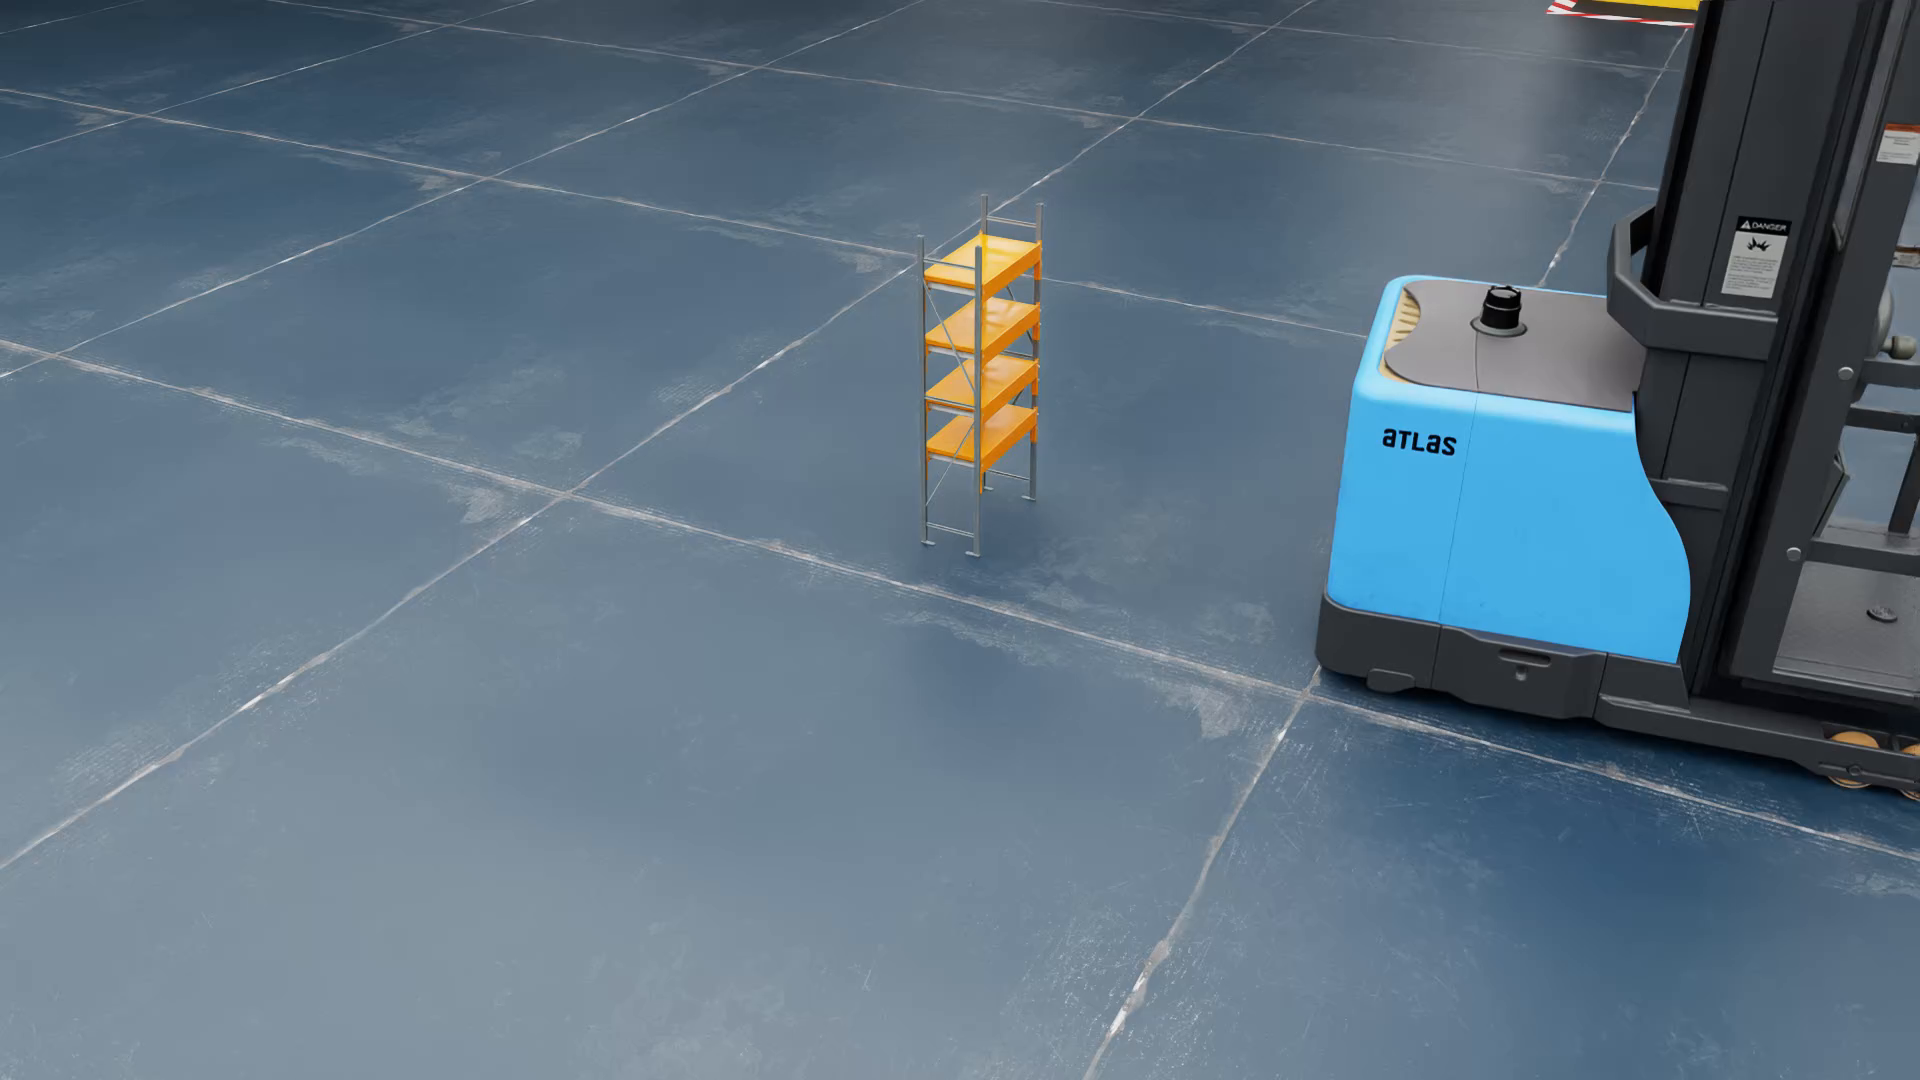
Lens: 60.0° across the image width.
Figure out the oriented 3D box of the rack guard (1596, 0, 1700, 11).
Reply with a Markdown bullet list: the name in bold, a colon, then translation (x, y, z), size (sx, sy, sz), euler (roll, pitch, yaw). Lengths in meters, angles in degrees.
- **rack guard**: translation (5.890, -4.866, 14.222), size (1.175, 0.500, 0.348), euler (14, 33, 23)

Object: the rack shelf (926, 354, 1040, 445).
- **rack shelf**: translation (0.075, -0.535, 6.112), size (0.258, 0.148, 0.480), euler (14, 33, 23)

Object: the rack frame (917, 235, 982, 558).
- **rack frame**: translation (-0.036, -0.486, 5.891), size (0.240, 1.200, 0.015), euler (14, 33, 23)

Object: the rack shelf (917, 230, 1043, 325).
- **rack shelf**: translation (0.075, -0.934, 5.883), size (0.258, 0.148, 0.480), euler (14, 33, 23)

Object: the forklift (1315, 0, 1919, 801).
- **forklift**: translation (2.737, -0.798, 4.696), size (3.031, 2.935, 1.130), euler (10, 31, 16)

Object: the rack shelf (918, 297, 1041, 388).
- **rack shelf**: translation (0.075, -0.729, 6.001), size (0.258, 0.148, 0.480), euler (14, 33, 23)

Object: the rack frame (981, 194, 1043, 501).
- **rack frame**: translation (0.187, -0.702, 6.267), size (0.240, 1.200, 0.015), euler (14, 33, 23)

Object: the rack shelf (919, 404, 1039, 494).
- **rack shelf**: translation (0.075, -0.363, 6.211), size (0.258, 0.148, 0.480), euler (14, 33, 23)

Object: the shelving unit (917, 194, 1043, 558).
- **shelving unit**: translation (0.075, -0.594, 6.079), size (0.258, 1.200, 0.503), euler (14, 33, 23)
